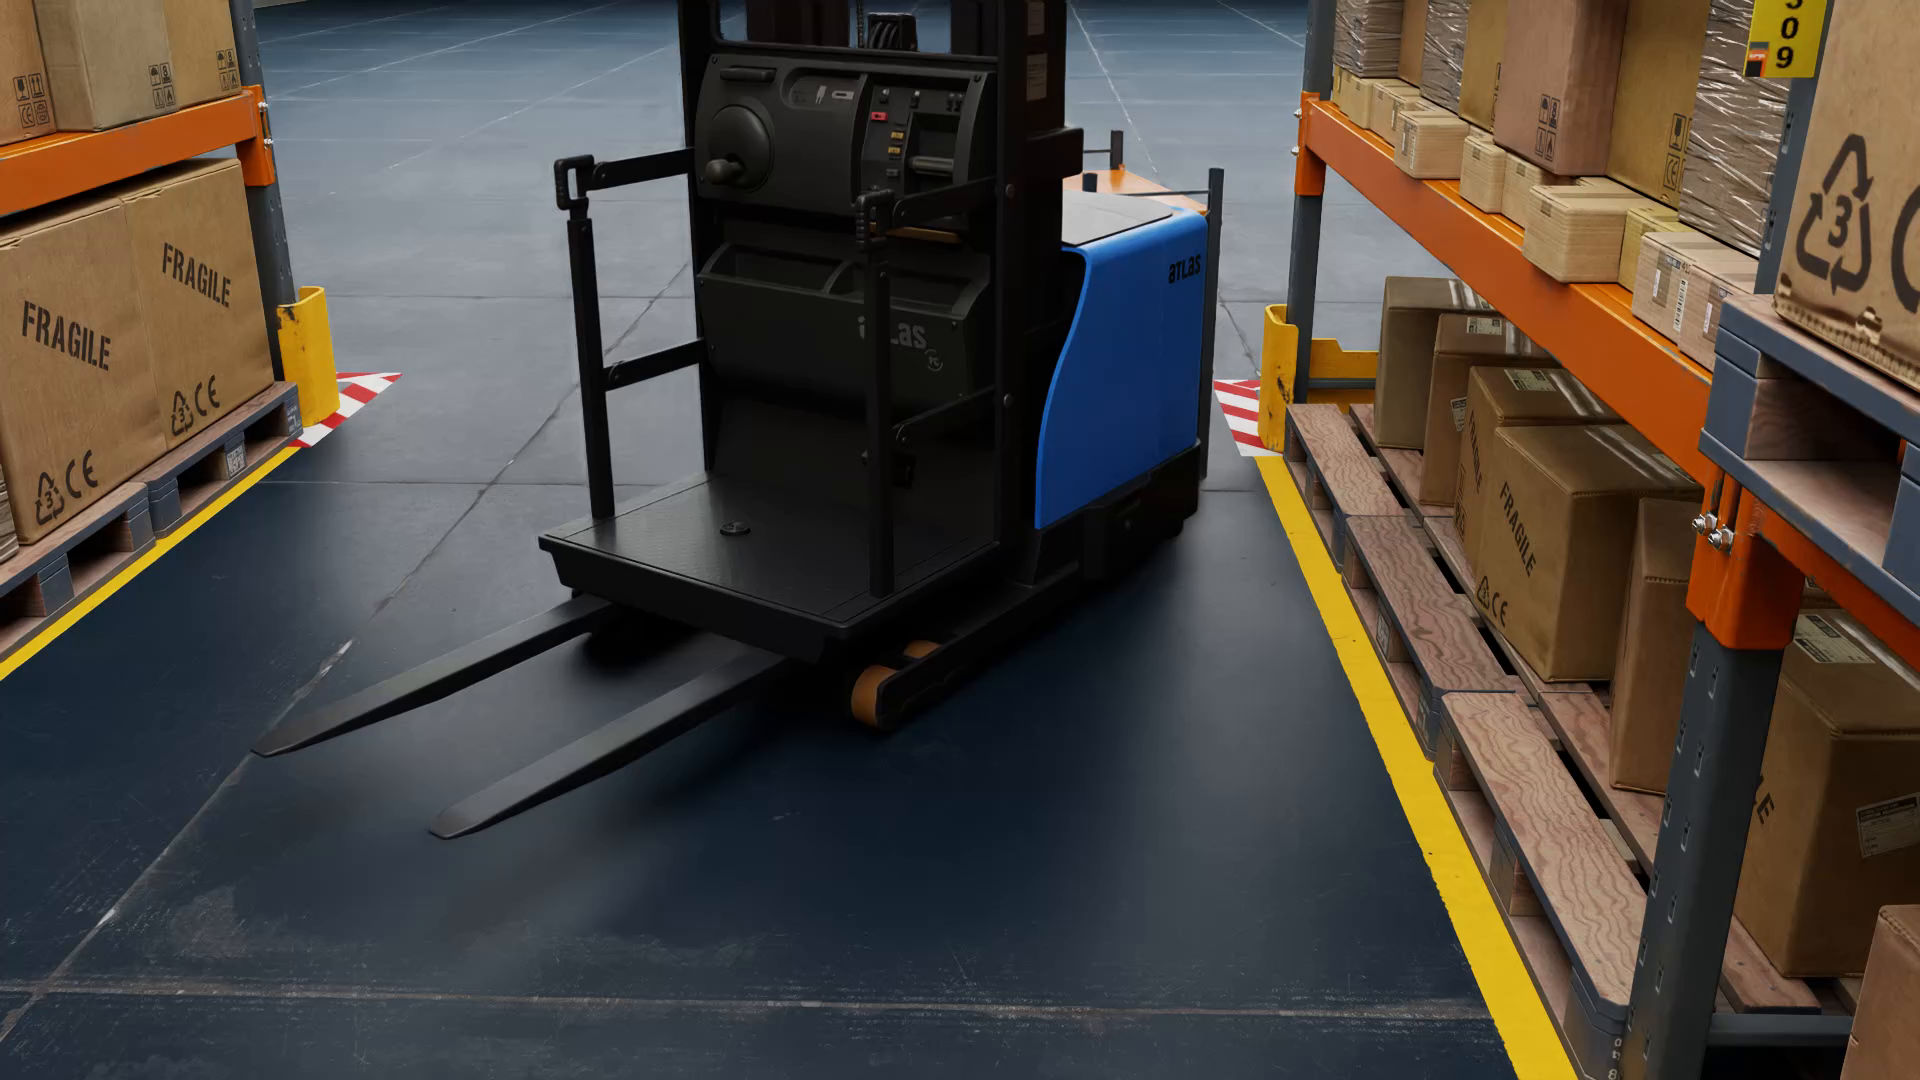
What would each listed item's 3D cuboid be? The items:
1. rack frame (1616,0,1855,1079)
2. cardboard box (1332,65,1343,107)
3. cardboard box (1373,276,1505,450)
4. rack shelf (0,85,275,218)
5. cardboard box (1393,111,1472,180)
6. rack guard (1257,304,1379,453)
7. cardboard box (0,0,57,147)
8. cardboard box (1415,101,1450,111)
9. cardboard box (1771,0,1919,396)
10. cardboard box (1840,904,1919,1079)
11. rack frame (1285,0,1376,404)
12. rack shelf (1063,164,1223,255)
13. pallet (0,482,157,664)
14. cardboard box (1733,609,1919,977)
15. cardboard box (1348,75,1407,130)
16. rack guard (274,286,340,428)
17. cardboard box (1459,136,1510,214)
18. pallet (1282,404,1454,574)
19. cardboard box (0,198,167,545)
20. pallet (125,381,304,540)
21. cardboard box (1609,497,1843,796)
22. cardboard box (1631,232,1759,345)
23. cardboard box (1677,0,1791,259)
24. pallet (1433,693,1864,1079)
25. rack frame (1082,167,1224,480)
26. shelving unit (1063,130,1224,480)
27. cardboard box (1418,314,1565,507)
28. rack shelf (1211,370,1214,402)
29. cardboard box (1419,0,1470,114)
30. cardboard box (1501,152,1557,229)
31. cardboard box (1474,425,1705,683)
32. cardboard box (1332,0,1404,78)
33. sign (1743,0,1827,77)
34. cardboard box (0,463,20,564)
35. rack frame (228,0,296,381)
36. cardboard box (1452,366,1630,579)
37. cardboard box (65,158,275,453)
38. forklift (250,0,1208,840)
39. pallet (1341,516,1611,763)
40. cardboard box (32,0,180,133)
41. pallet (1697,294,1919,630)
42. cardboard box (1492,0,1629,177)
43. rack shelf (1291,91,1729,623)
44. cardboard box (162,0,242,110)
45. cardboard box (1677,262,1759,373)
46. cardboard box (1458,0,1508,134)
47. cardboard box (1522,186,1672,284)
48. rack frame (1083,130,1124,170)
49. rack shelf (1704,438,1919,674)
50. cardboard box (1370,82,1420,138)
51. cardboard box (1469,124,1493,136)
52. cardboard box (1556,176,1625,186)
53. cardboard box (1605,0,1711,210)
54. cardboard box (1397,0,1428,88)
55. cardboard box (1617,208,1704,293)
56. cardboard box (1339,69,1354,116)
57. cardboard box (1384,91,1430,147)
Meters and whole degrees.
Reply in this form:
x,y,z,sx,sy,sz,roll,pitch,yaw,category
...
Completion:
x,y,z,sx,sy,sz,roll,pitch,yaw,category
1.649,-0.371,2.337,0.949,2.616,0.053,1,21,2,rack frame
1.527,-1.599,5.851,0.380,0.149,0.250,1,21,2,cardboard box
1.738,-0.622,5.860,0.500,0.500,0.500,5,22,12,cardboard box
-3.242,-0.849,4.566,1.077,0.370,4.000,1,21,2,rack shelf
1.384,-1.058,4.456,0.380,0.149,0.250,1,21,2,cardboard box
1.771,-0.624,6.446,1.175,0.500,0.348,1,21,2,rack guard
-3.284,-1.443,4.894,0.875,0.550,0.550,1,21,2,cardboard box
1.495,-1.147,4.686,0.380,0.149,0.250,1,21,2,cardboard box
1.488,-0.560,1.417,1.000,1.000,1.000,1,21,2,cardboard box
1.612,0.811,2.138,0.700,0.500,0.500,-1,21,-3,cardboard box
1.774,-1.817,6.065,1.000,3.000,0.127,1,21,2,rack frame
0.533,-1.182,6.211,0.538,0.278,1.000,-5,22,-13,rack shelf
-3.167,0.122,4.923,1.003,0.211,1.213,1,21,2,pallet
1.704,0.455,3.085,0.500,0.500,0.500,0,21,0,cardboard box
1.477,-1.419,5.386,0.380,0.149,0.250,1,21,2,cardboard box
-3.180,-0.751,6.774,1.175,0.500,0.348,1,21,2,rack guard
1.425,-0.877,3.989,0.380,0.149,0.250,1,21,2,cardboard box
1.711,-0.196,5.742,1.003,0.211,1.213,1,21,2,pallet
-3.160,-0.549,5.154,0.875,0.875,0.875,0,21,1,cardboard box
-3.127,-0.318,6.057,1.003,0.211,1.213,1,21,2,pallet
1.714,0.248,3.619,0.500,0.500,0.500,8,22,19,cardboard box
1.382,-0.425,2.824,0.380,0.149,0.250,1,21,2,cardboard box
1.727,-0.718,2.683,0.875,0.500,0.500,1,21,2,cardboard box
1.637,0.686,3.469,1.003,0.211,1.213,1,21,2,pallet
0.660,-0.731,5.858,0.500,1.125,0.032,-5,22,-13,rack frame
0.533,-0.909,6.317,0.538,1.125,1.048,-5,22,-13,shelving unit
1.754,-0.405,5.302,0.500,0.500,0.500,6,22,16,cardboard box
0.533,-0.681,6.406,0.538,0.278,1.000,-5,22,-13,rack shelf
1.776,-1.441,4.547,0.875,0.500,0.500,1,21,2,cardboard box
1.452,-0.786,3.755,0.380,0.149,0.250,1,21,2,cardboard box
1.654,0.022,4.200,0.500,0.500,0.500,-1,21,-3,cardboard box
1.729,-1.804,5.481,0.875,0.500,0.500,1,21,2,cardboard box
1.109,-0.777,2.189,0.100,0.325,0.005,1,21,2,sign
-3.190,-0.220,4.305,0.875,0.875,0.875,1,21,2,cardboard box
-3.181,-1.908,6.300,1.000,3.000,0.127,1,21,2,rack frame
1.716,-0.179,4.719,0.500,0.500,0.500,3,21,7,cardboard box
-3.136,-0.867,5.974,0.875,0.875,0.875,1,21,2,cardboard box
-0.452,-1.074,4.246,1.130,2.935,3.031,14,25,32,forklift
1.671,0.244,4.608,1.003,0.211,1.213,1,21,2,pallet
-3.142,-1.644,5.412,0.875,0.550,0.550,1,21,2,cardboard box
1.483,-0.006,1.664,1.003,0.211,1.213,1,21,2,pallet
1.692,-1.080,3.617,0.875,0.500,0.500,1,21,2,cardboard box
1.713,-0.758,4.331,1.077,0.370,4.000,1,21,2,rack shelf
-3.147,-1.843,5.925,0.875,0.550,0.550,1,21,2,cardboard box
1.365,-0.334,2.592,0.380,0.149,0.250,1,21,2,cardboard box
1.749,-1.261,4.082,0.875,0.500,0.500,1,21,2,cardboard box
1.346,-0.606,3.292,0.380,0.149,0.250,1,21,2,cardboard box
0.406,-1.087,6.776,0.500,1.125,0.032,-5,22,-13,rack frame
1.591,0.688,0.604,1.077,0.370,4.000,1,21,2,rack shelf
1.490,-1.328,5.153,0.380,0.149,0.250,1,21,2,cardboard box
1.509,-0.966,4.220,0.380,0.149,0.250,1,21,2,cardboard box
1.485,-0.695,3.521,0.380,0.149,0.250,1,21,2,cardboard box
1.778,-0.898,3.148,0.875,0.500,0.500,1,21,2,cardboard box
1.834,-1.622,5.012,0.875,0.500,0.500,1,21,2,cardboard box
1.449,-0.514,3.055,0.380,0.149,0.250,1,21,2,cardboard box
1.500,-1.509,5.619,0.380,0.149,0.250,1,21,2,cardboard box
1.476,-1.238,4.920,0.380,0.149,0.250,1,21,2,cardboard box
